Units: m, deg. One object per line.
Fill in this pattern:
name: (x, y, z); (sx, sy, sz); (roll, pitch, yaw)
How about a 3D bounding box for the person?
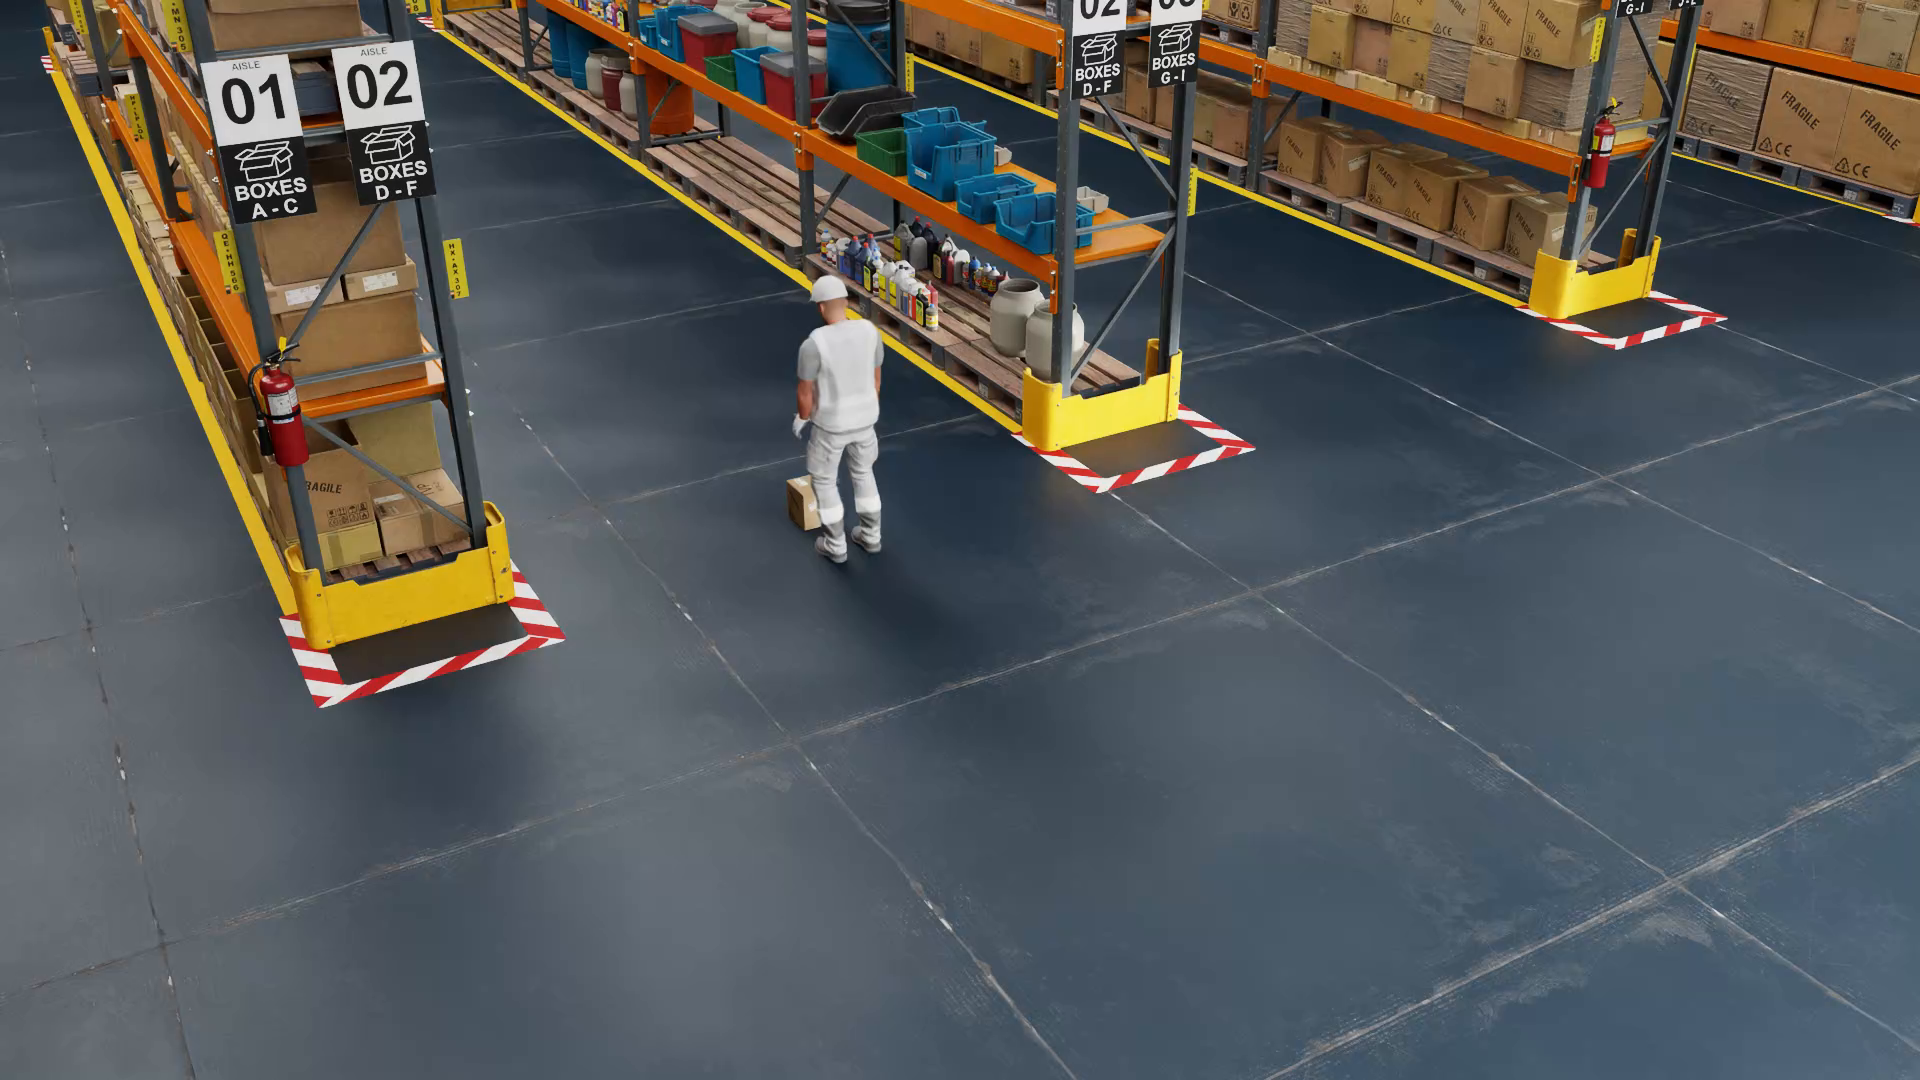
person: (-0.720, -0.711, 9.871); (0.536, 1.757, 0.413); (-15, 32, -25)
